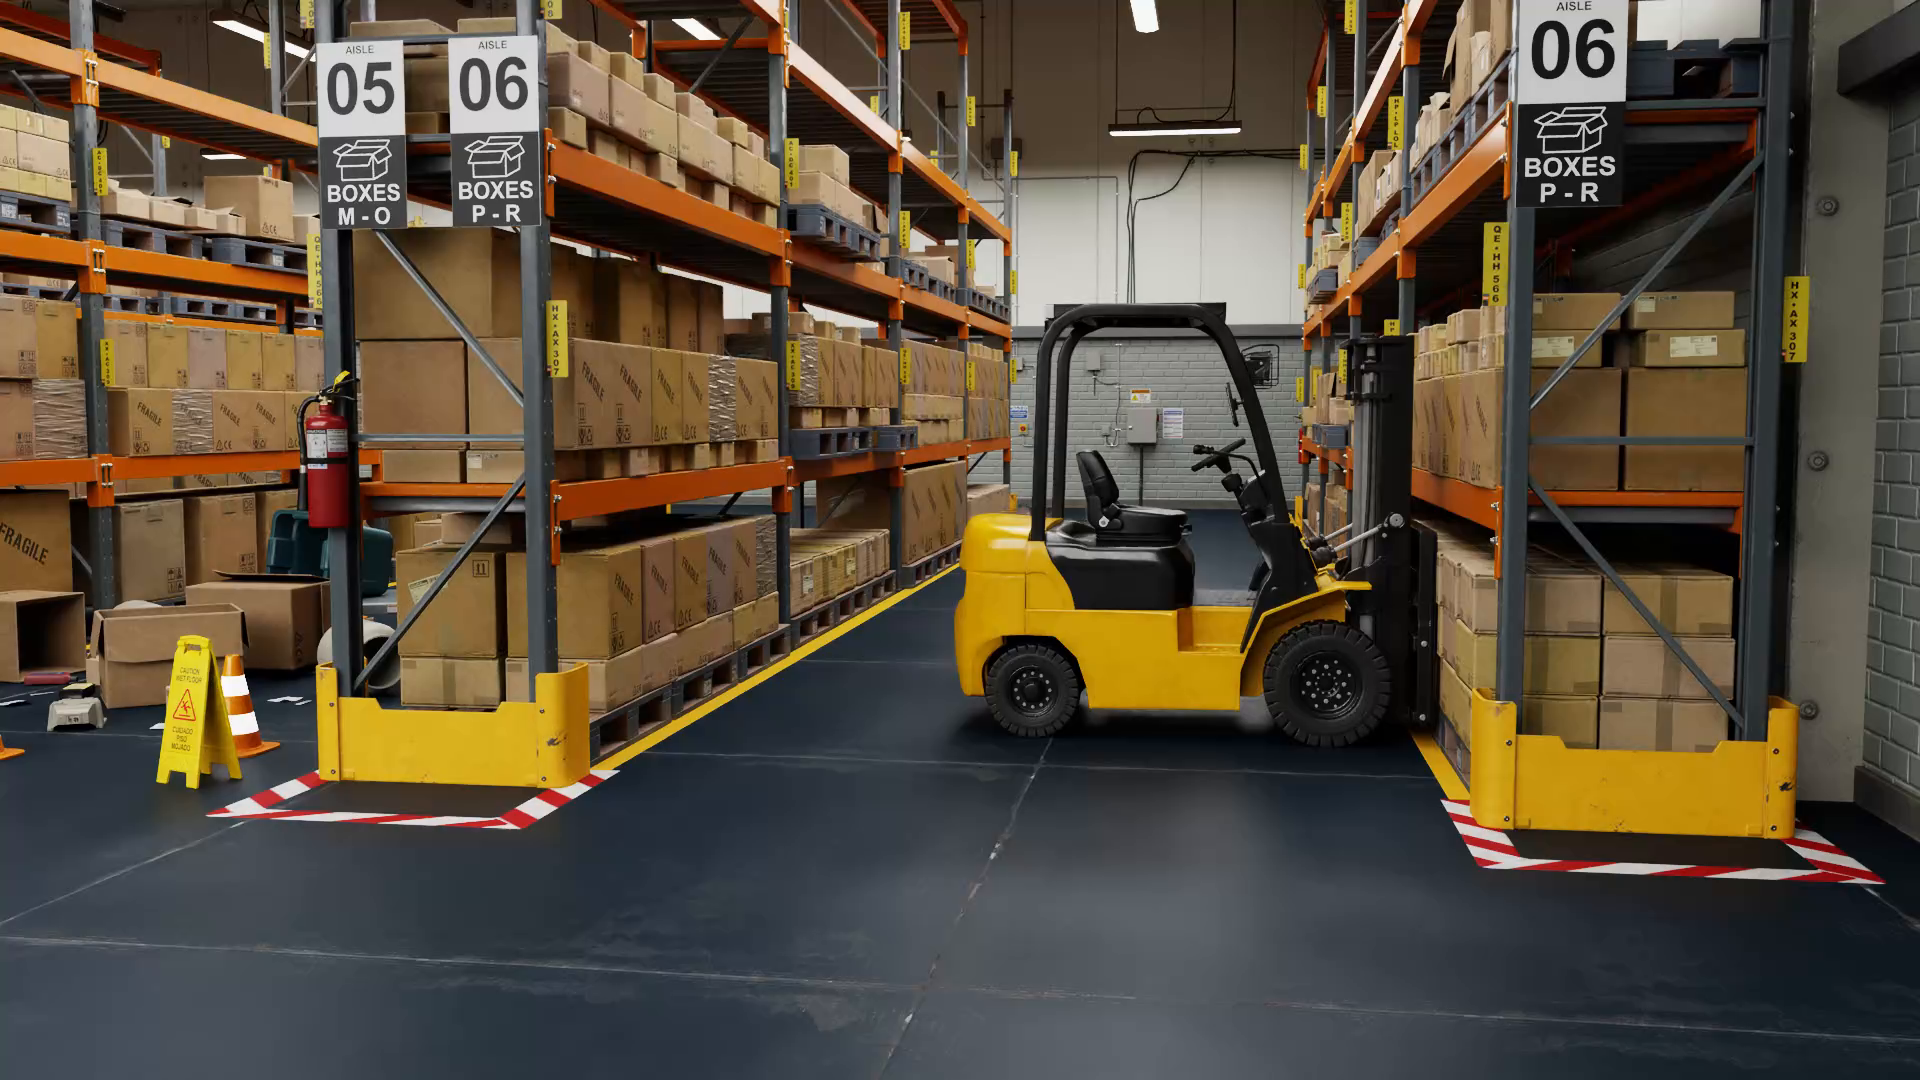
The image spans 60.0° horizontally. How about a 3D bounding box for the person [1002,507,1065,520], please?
[{"bbox_3d":[0.595,0.288,10.824,0.942,1.010,0.582,0,4,6],"label":"person"}]
